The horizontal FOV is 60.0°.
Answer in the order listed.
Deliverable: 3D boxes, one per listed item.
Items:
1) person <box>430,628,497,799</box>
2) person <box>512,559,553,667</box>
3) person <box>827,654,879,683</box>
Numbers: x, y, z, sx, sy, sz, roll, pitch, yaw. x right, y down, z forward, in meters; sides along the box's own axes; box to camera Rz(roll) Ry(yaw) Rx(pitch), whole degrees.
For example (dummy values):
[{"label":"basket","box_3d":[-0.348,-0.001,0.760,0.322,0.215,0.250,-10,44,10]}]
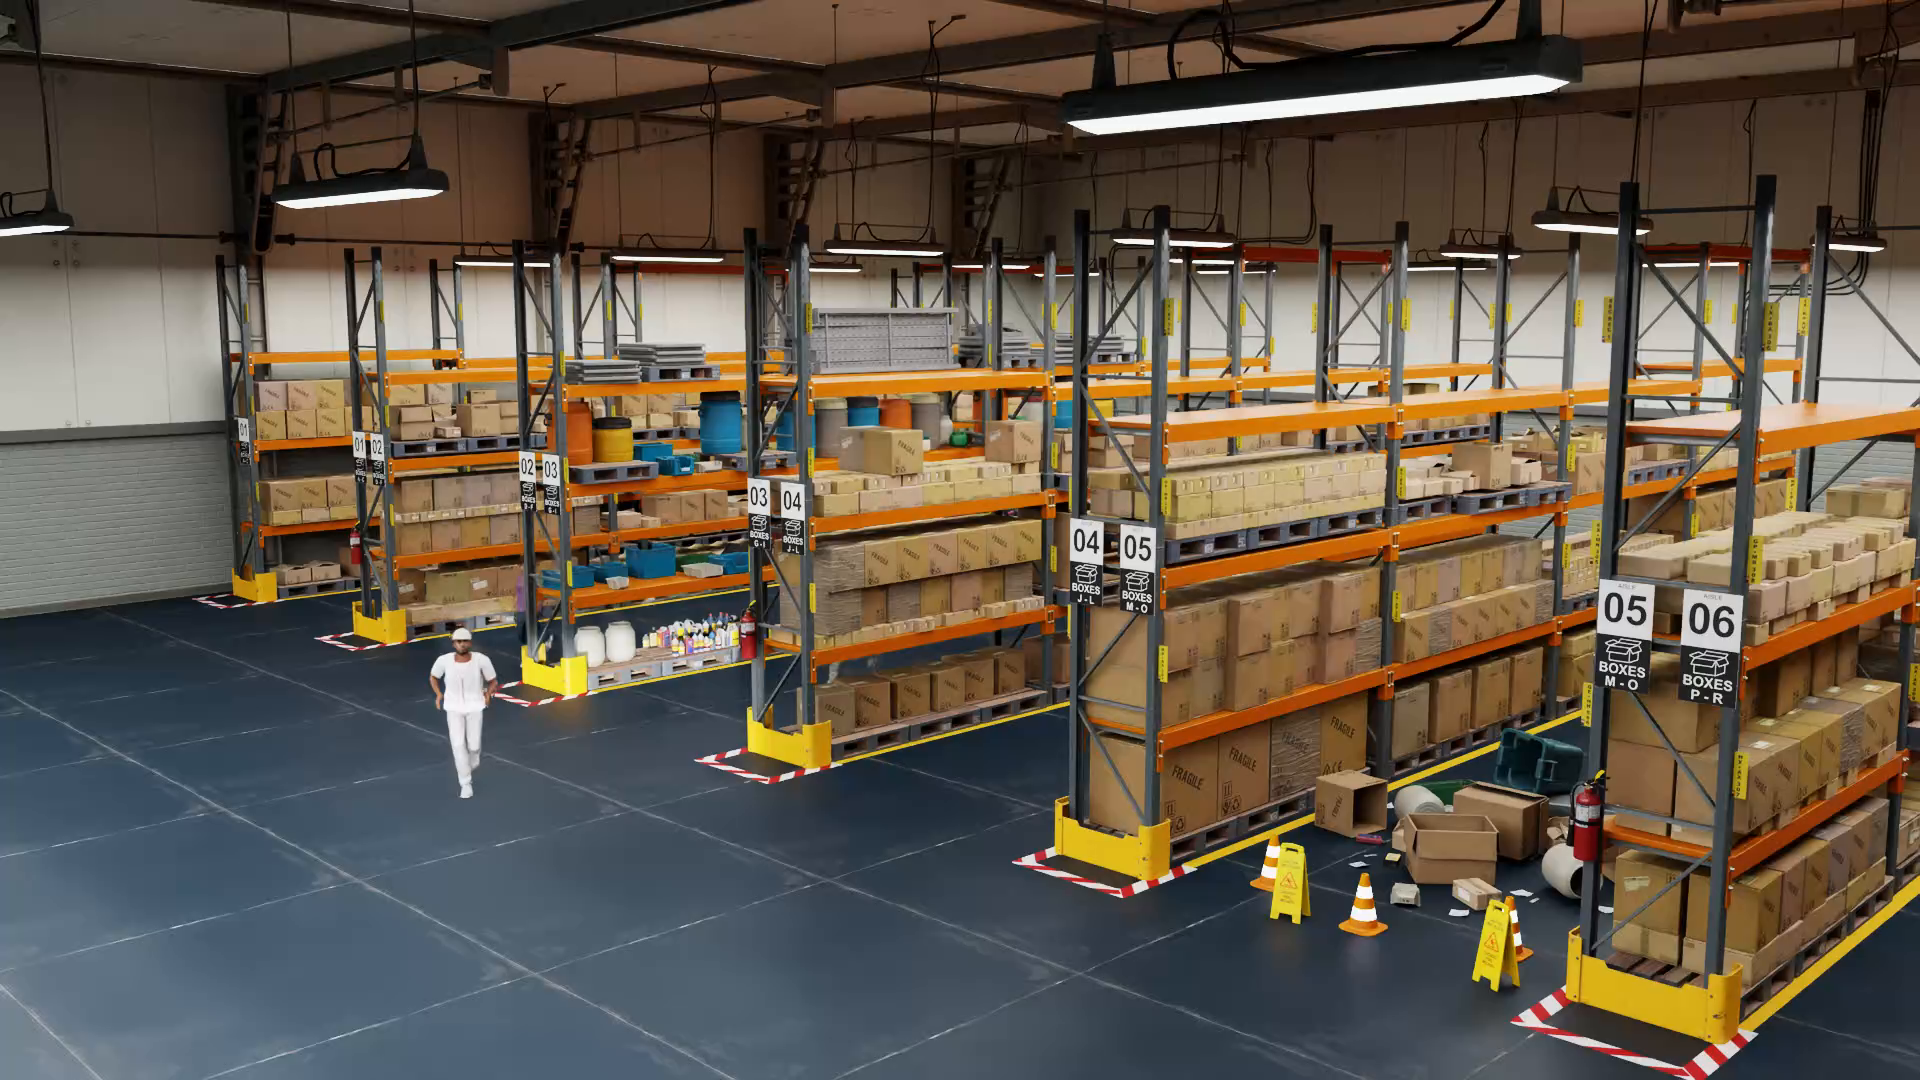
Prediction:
[{"label":"person","box_3d":[-5.297,1.804,17.775,0.700,1.761,0.872,-2,8,-15]},{"label":"person","box_3d":[-6.162,1.021,23.968,0.563,1.570,0.578,4,9,27]},{"label":"person","box_3d":[-1.490,1.161,22.584,0.584,1.700,1.077,5,10,33]}]
